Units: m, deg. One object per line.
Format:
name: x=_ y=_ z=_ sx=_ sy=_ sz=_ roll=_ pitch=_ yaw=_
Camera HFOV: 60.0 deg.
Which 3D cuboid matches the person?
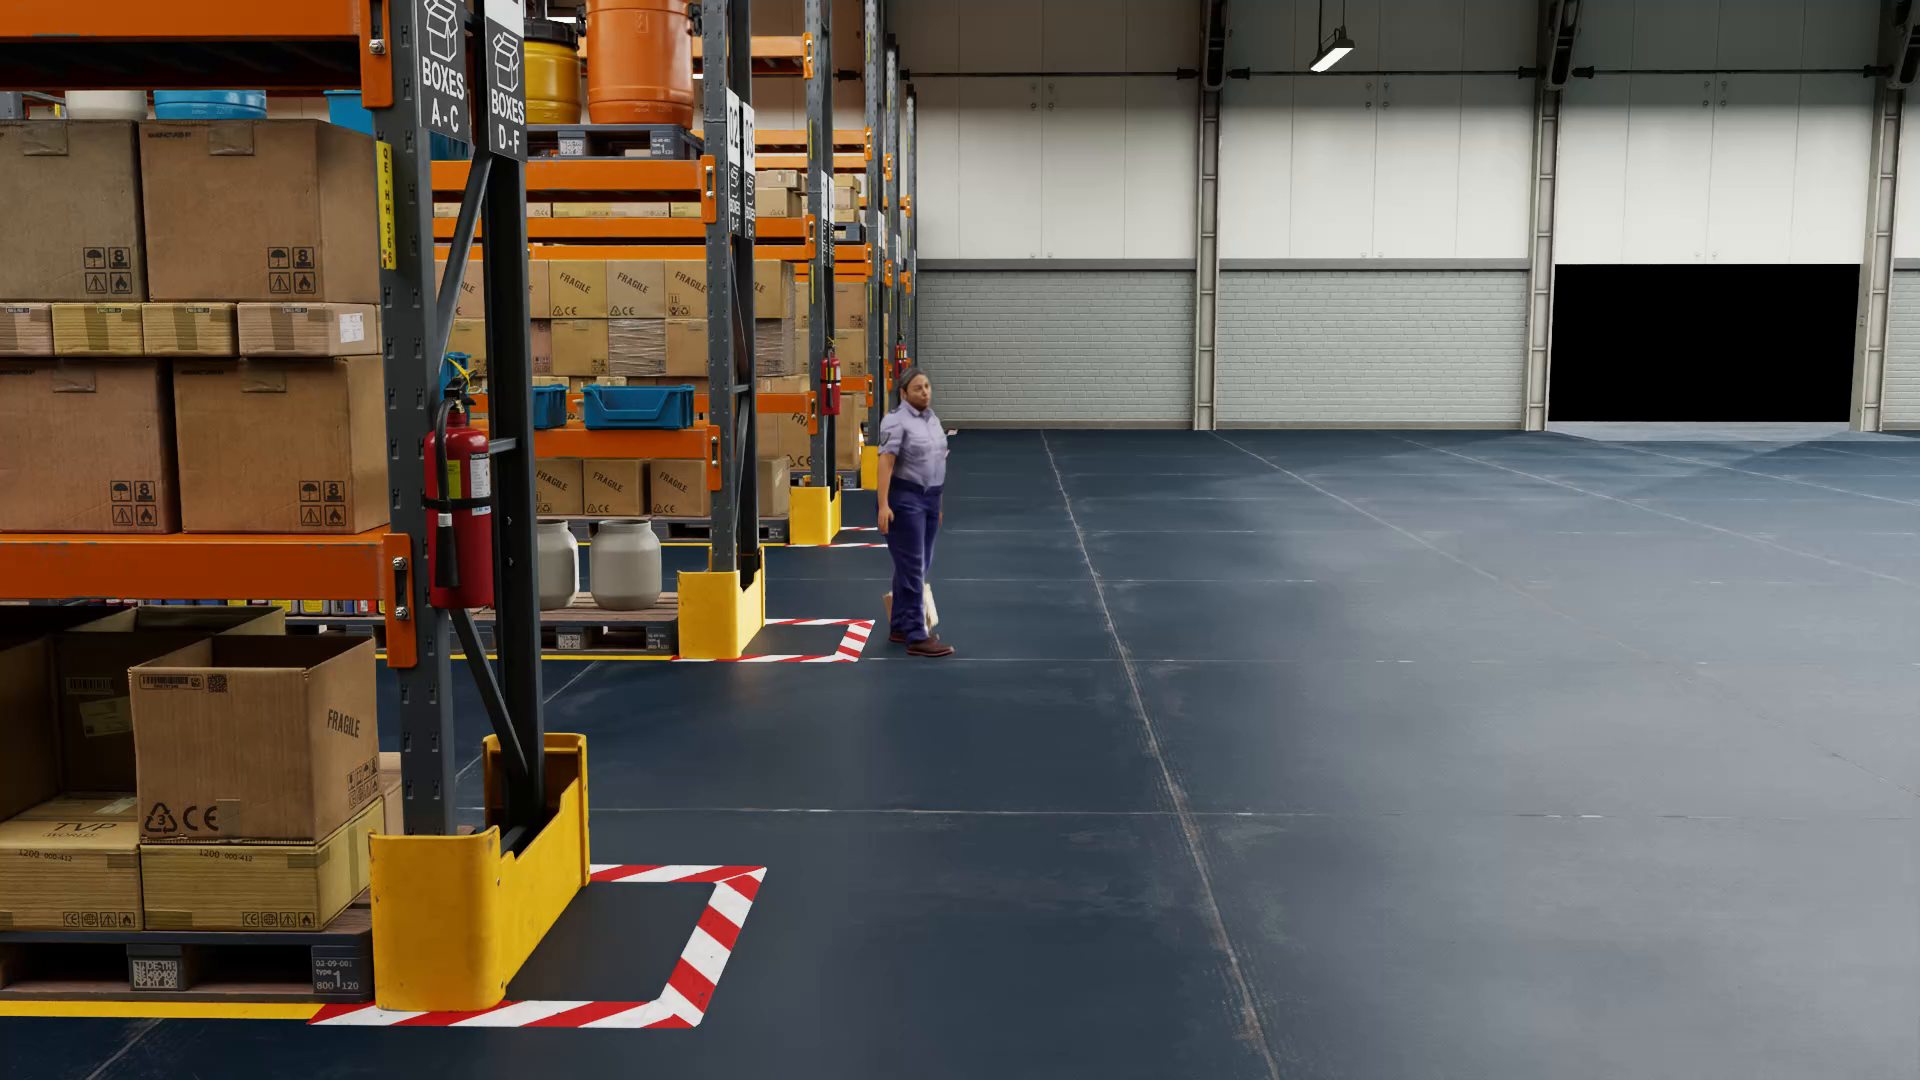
person: x=-0.233 y=-0.168 z=9.499 sx=0.598 sy=1.640 sz=0.658 roll=4 pitch=9 yaw=31
